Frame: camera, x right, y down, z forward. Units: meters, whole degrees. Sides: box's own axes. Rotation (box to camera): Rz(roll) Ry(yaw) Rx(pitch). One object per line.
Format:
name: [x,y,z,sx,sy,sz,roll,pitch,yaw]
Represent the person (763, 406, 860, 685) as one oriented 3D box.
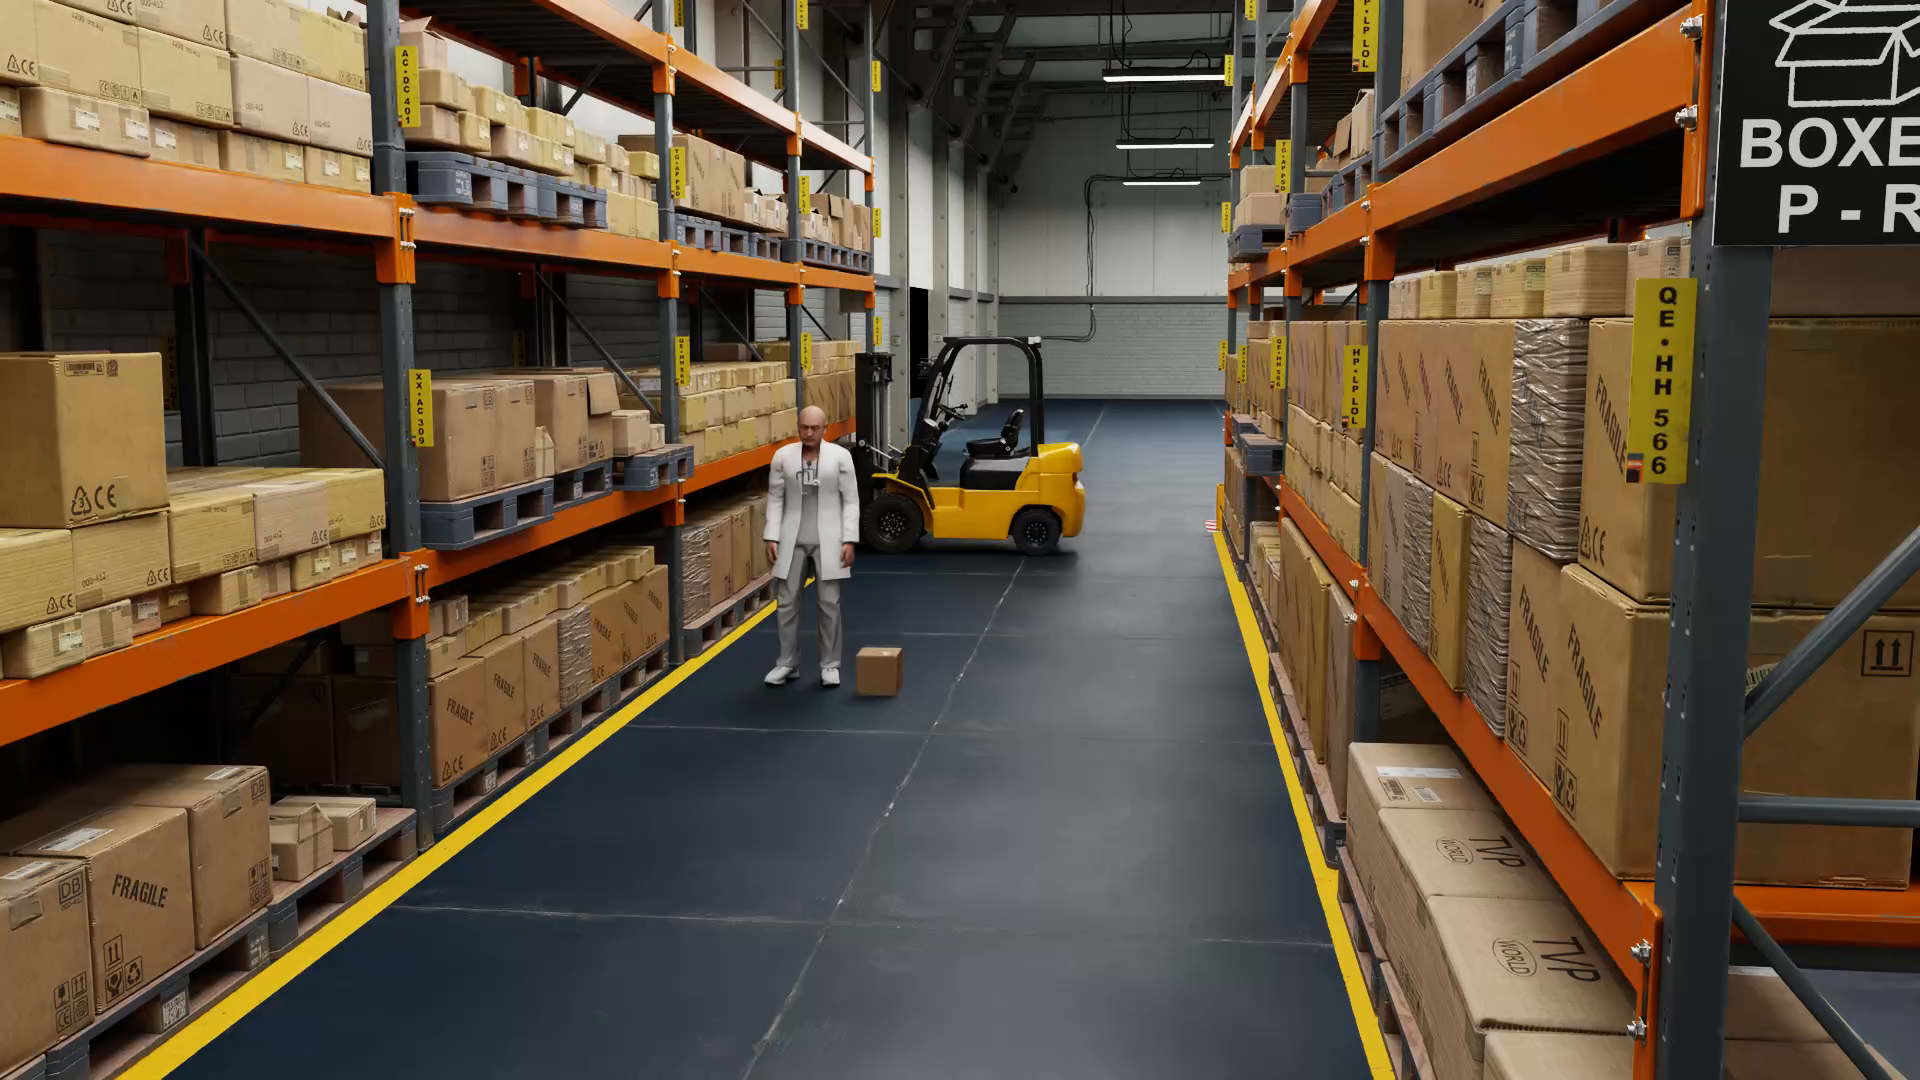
person: [-0.948,0.030,10.614,0.622,1.774,0.426,1,7,5]
